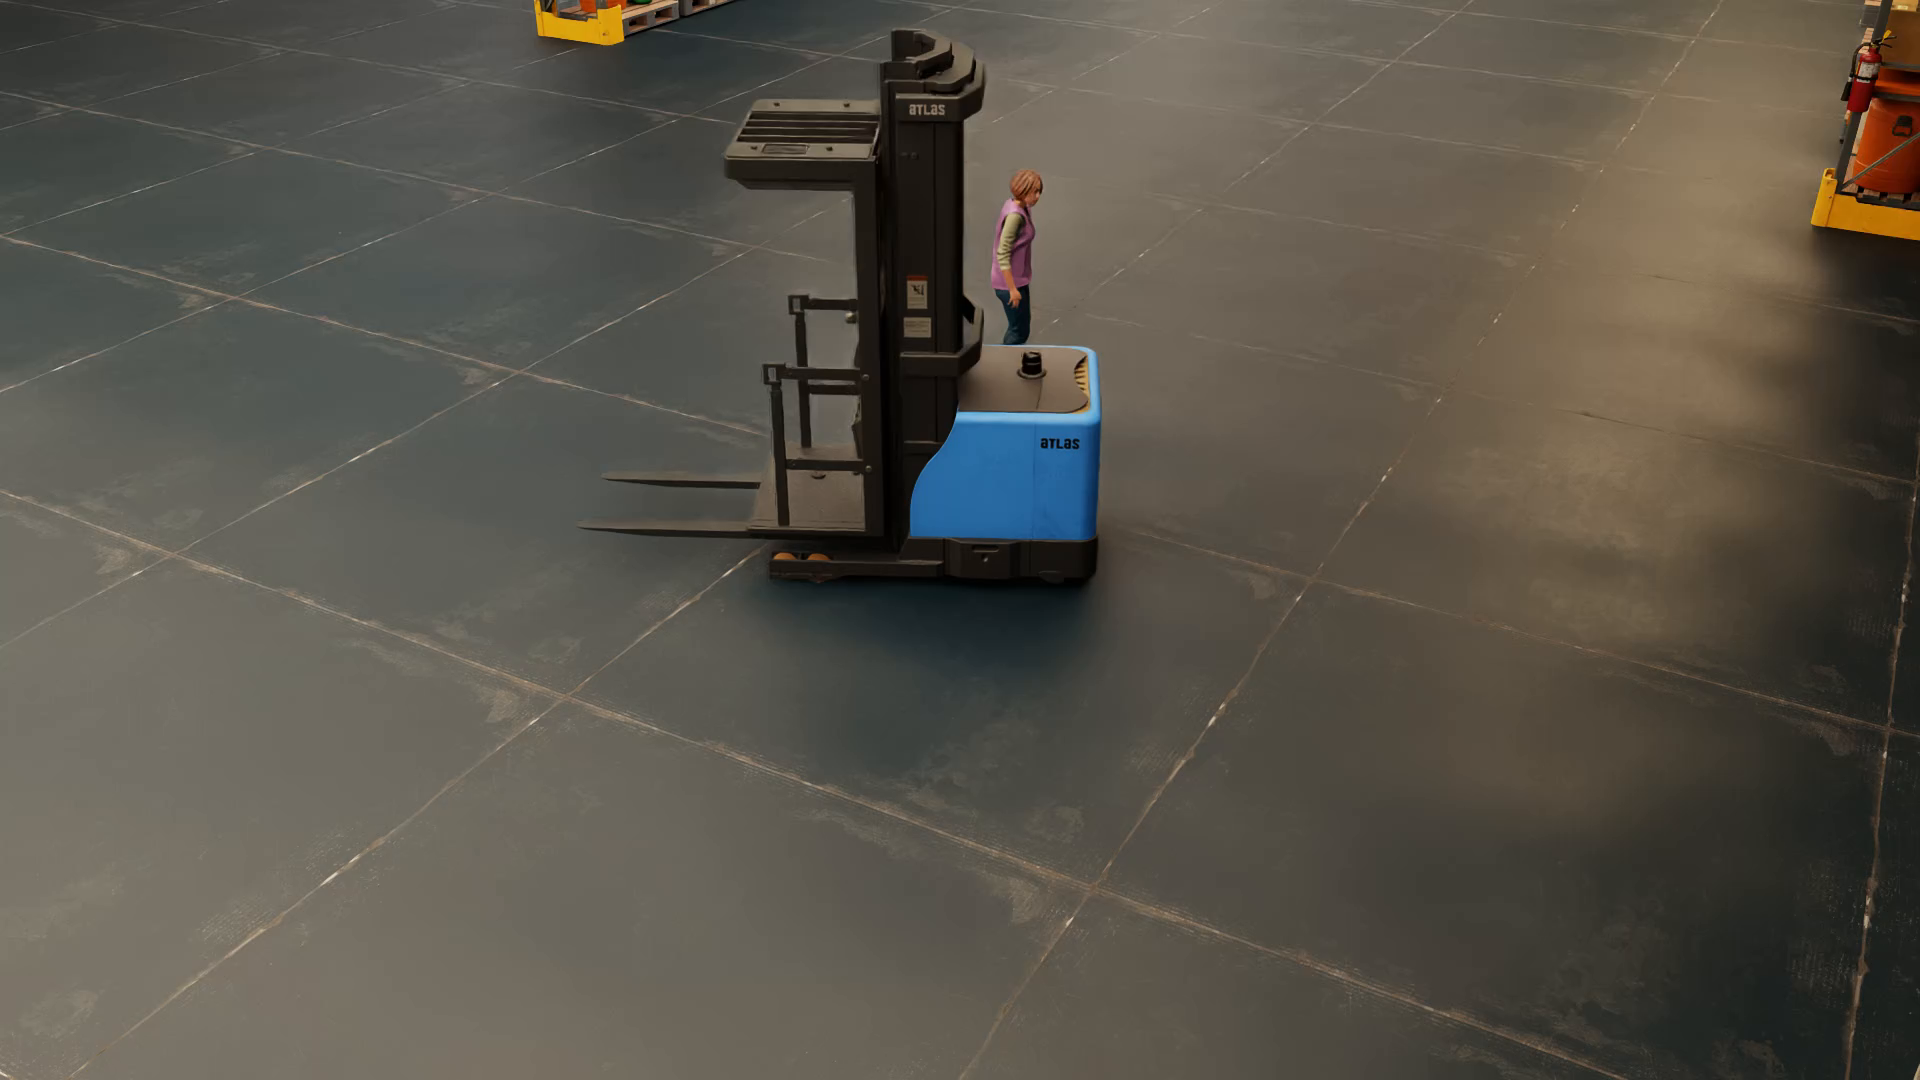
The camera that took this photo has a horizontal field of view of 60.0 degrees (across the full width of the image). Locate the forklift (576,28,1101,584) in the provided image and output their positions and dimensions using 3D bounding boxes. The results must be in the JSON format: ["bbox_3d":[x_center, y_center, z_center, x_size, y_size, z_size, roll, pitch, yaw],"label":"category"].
[{"bbox_3d":[-0.710,-1.286,9.298,3.031,2.935,1.130,1,30,2],"label":"forklift"}]

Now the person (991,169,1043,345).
[{"bbox_3d":[0.402,-1.773,11.486,0.371,1.592,0.523,4,30,8],"label":"person"}]
